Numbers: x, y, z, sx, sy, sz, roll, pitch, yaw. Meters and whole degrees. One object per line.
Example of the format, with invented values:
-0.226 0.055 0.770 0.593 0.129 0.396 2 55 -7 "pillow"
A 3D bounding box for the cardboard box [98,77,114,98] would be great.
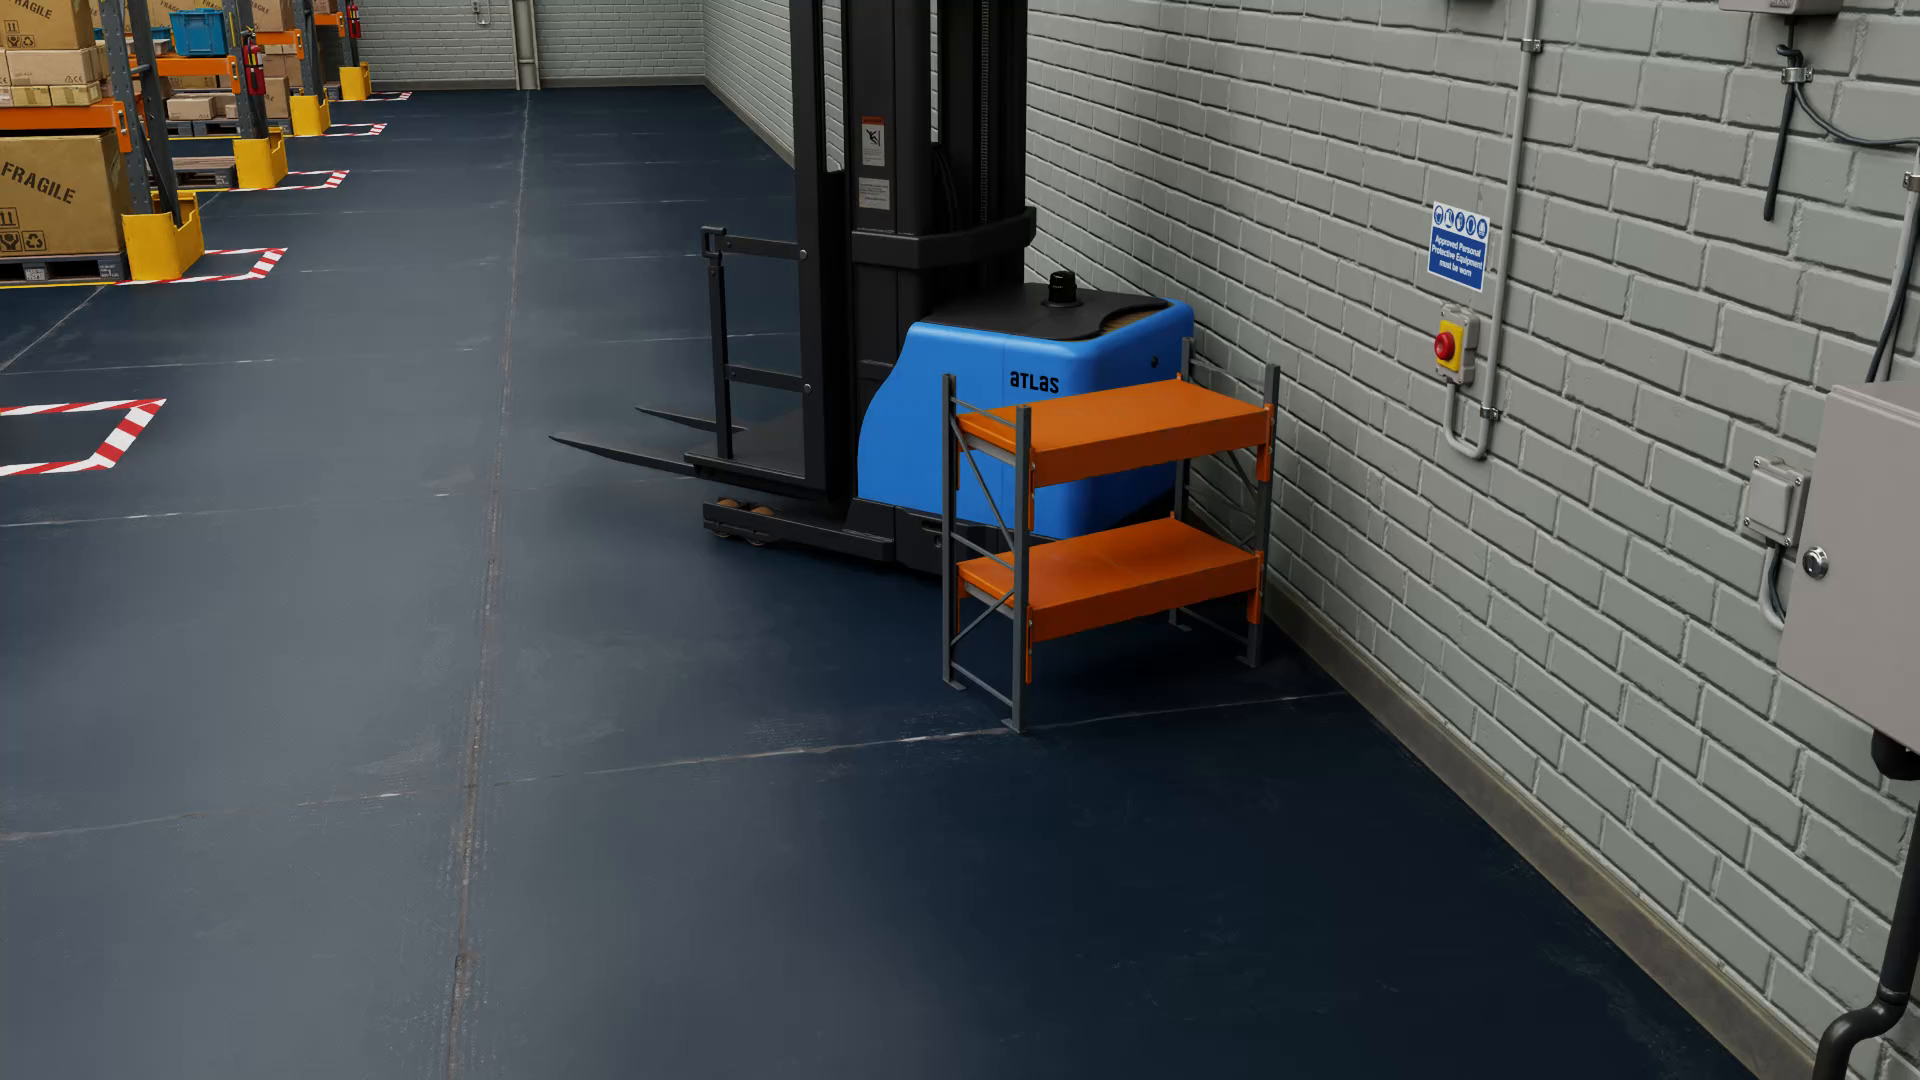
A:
-6.751 -3.555 13.024 0.250 0.149 0.380 -4 21 -12 "cardboard box"

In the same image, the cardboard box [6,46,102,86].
-6.740 -3.533 12.383 0.500 0.250 0.500 -5 21 -13 "cardboard box"

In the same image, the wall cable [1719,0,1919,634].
1.770 -0.731 3.472 0.122 1.984 0.588 -5 21 -12 "wall cable"

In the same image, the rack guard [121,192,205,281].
-6.306 -2.419 13.191 0.348 0.500 1.175 -5 21 -12 "rack guard"

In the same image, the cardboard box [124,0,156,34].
-10.460 -6.708 21.119 0.500 0.500 0.500 -5 21 -13 "cardboard box"

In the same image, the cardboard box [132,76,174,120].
-10.671 -5.775 21.709 0.637 0.503 0.797 -5 21 -12 "cardboard box"

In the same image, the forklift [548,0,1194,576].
-0.534 -1.492 7.125 3.031 2.935 1.130 12 23 30 "forklift"

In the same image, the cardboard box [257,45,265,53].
-11.068 -7.821 26.384 0.250 0.149 0.380 -4 21 -12 "cardboard box"

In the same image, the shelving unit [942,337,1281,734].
0.516 -0.046 5.806 1.048 1.125 0.538 -12 23 -29 "shelving unit"

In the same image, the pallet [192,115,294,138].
-9.455 -5.528 22.099 1.213 0.211 1.003 -5 21 -12 "pallet"

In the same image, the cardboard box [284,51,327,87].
-10.407 -7.499 26.450 0.500 0.500 0.700 -5 21 -12 "cardboard box"

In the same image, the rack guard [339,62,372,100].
-9.726 -7.393 26.770 0.348 0.500 1.175 -5 21 -12 "rack guard"

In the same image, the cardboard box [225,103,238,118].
-9.493 -5.656 21.873 0.250 0.166 0.380 -5 21 -12 "cardboard box"

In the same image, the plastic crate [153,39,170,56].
-8.221 -5.028 16.975 0.243 0.136 0.396 -5 21 -12 "plastic crate"

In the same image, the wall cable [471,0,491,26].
-8.721 -9.460 27.301 1.851 1.984 0.084 -5 21 -12 "wall cable"

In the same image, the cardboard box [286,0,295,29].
-9.098 -7.007 21.937 0.500 0.500 0.500 -4 21 -11 "cardboard box"

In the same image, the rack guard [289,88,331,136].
-8.680 -5.727 22.223 0.348 0.500 1.175 -5 21 -12 "rack guard"

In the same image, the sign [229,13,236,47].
-7.327 -5.142 16.755 0.005 0.325 0.100 -5 21 -12 "sign"

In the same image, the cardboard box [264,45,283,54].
-10.739 -7.712 26.088 0.250 0.149 0.380 -4 21 -11 "cardboard box"

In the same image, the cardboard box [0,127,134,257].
-6.934 -2.713 12.838 0.875 0.875 0.875 -5 21 -12 "cardboard box"

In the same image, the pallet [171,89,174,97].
-12.884 -6.973 26.043 1.213 0.211 1.003 -5 21 -12 "pallet"

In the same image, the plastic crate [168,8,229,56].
-7.752 -5.204 17.022 0.499 0.435 0.616 -5 21 -12 "plastic crate"

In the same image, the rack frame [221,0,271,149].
-7.470 -5.249 17.282 0.127 3.000 1.000 -5 21 -12 "rack frame"

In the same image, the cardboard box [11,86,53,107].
-6.853 -3.313 12.364 0.250 0.149 0.380 -4 21 -12 "cardboard box"

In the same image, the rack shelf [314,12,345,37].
-11.696 -8.069 26.026 4.000 0.370 1.077 -5 21 -12 "rack shelf"

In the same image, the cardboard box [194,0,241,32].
-9.483 -6.785 21.331 0.500 0.500 0.500 -4 21 -12 "cardboard box"

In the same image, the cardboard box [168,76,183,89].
-12.401 -7.335 26.002 0.500 0.500 0.700 -5 21 -13 "cardboard box"

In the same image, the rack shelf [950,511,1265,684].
0.516 0.183 5.890 1.000 0.278 0.538 -12 23 -29 "rack shelf"

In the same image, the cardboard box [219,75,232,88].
-11.384 -7.420 26.232 0.500 0.500 0.700 -5 21 -14 "cardboard box"

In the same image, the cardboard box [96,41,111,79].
-6.859 -3.712 12.874 0.500 0.250 0.500 -5 21 -14 "cardboard box"

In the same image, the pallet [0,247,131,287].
-7.090 -2.192 12.991 1.213 0.211 1.003 -5 21 -12 "pallet"

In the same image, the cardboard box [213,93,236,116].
-9.687 -5.835 22.240 0.500 0.250 0.500 -5 21 -12 "cardboard box"

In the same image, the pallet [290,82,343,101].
-10.509 -7.166 26.570 1.213 0.211 1.003 -5 21 -12 "pallet"

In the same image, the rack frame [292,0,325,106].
-8.606 -6.907 21.809 0.127 3.000 1.000 -5 21 -12 "rack frame"

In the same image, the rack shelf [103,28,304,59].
-10.552 -6.411 21.501 4.000 0.370 1.077 -5 21 -12 "rack shelf"

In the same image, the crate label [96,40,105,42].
-8.772 -4.979 16.843 0.243 0.136 0.396 -5 21 -12 "crate label"

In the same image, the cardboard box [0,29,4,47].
-7.346 -4.025 12.637 0.500 0.500 0.500 -5 21 -14 "cardboard box"

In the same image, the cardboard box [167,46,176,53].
-12.309 -7.720 26.108 0.250 0.149 0.380 -5 21 -14 "cardboard box"

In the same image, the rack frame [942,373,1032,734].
0.081 0.044 5.559 0.032 1.125 0.500 -12 23 -29 "rack frame"

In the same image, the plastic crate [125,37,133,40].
-8.777 -5.192 17.424 0.298 0.136 0.250 -5 21 -12 "plastic crate"

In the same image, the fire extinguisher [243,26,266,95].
-7.218 -4.897 16.977 0.183 0.674 0.296 -5 21 -12 "fire extinguisher"
